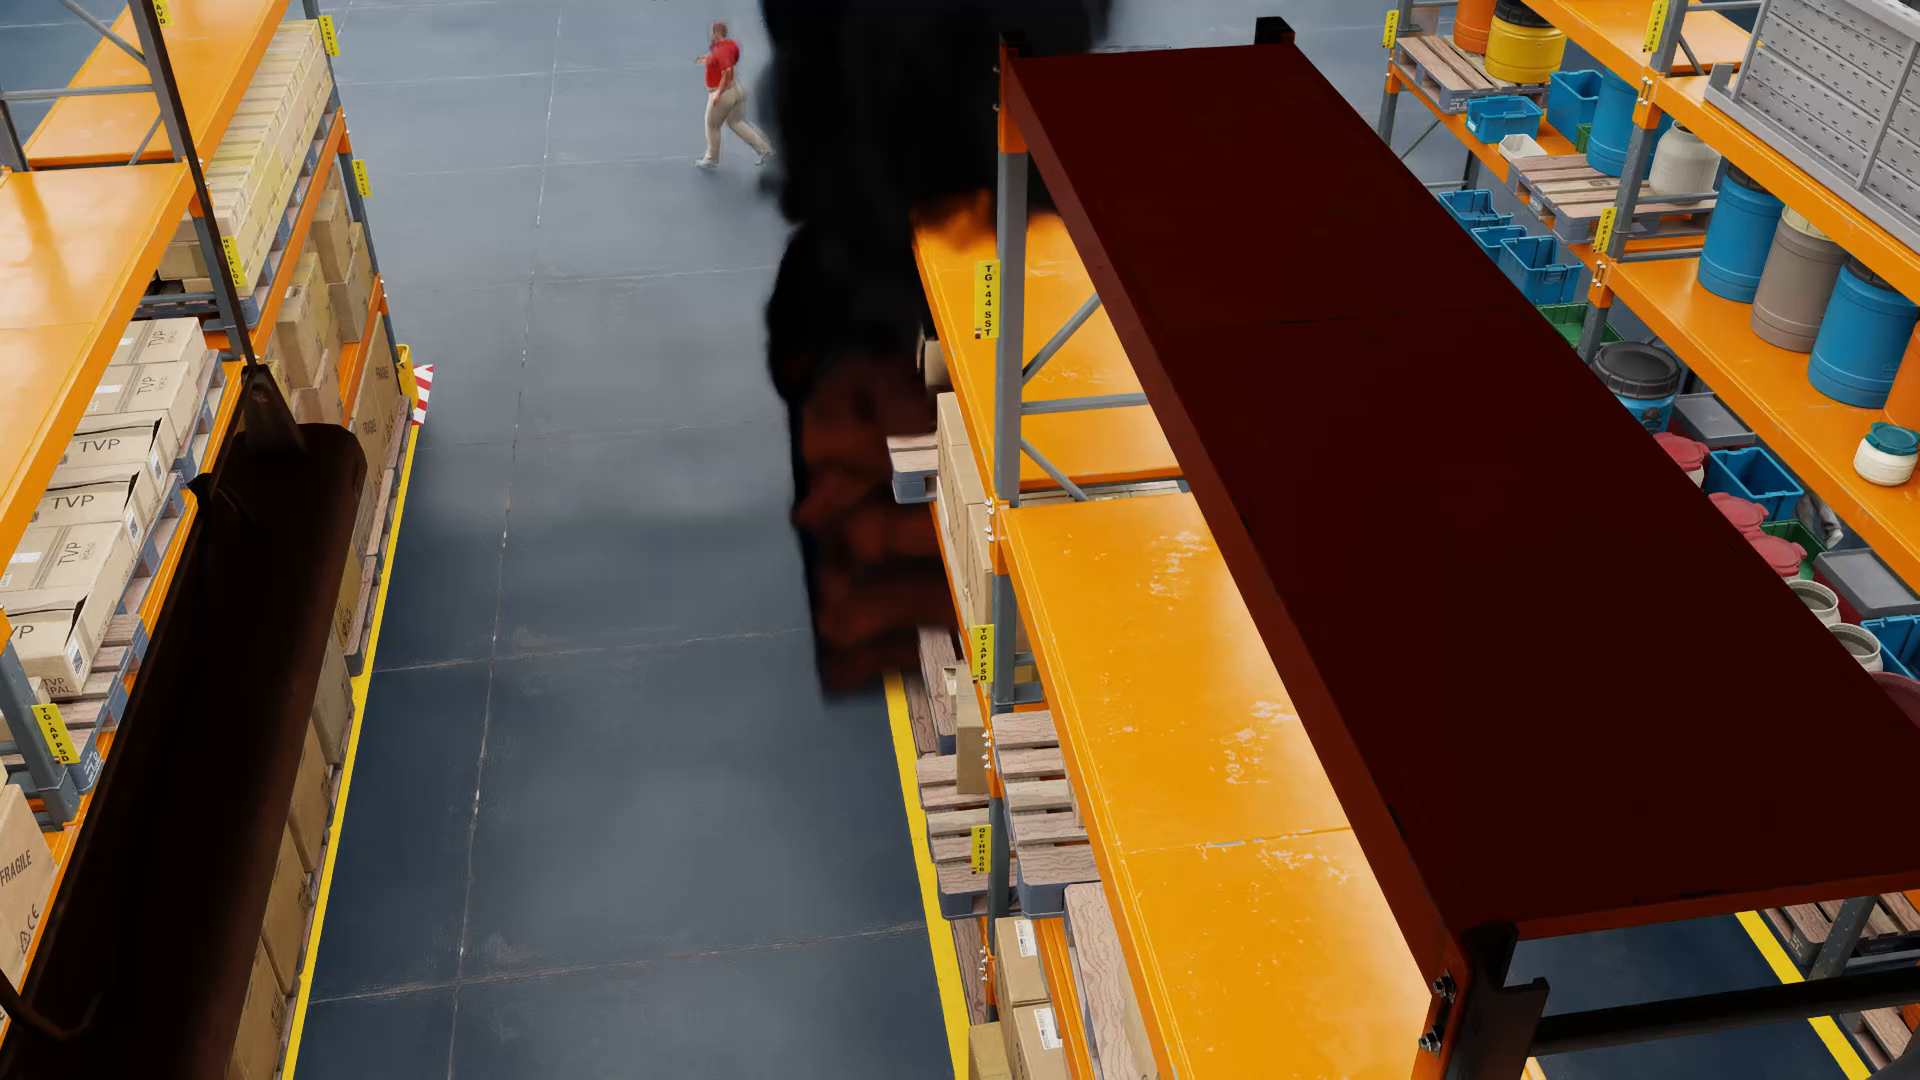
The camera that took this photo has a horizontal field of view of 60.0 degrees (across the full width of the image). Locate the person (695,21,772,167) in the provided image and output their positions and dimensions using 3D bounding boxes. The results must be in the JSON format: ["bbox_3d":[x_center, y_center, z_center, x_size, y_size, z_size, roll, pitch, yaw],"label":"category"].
[{"bbox_3d":[-2.628,-4.997,18.769,0.950,1.717,0.682,13,38,17],"label":"person"}]

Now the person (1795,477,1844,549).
[{"bbox_3d":[6.497,-0.540,12.390,0.537,1.567,0.490,-11,38,-15],"label":"person"}]
